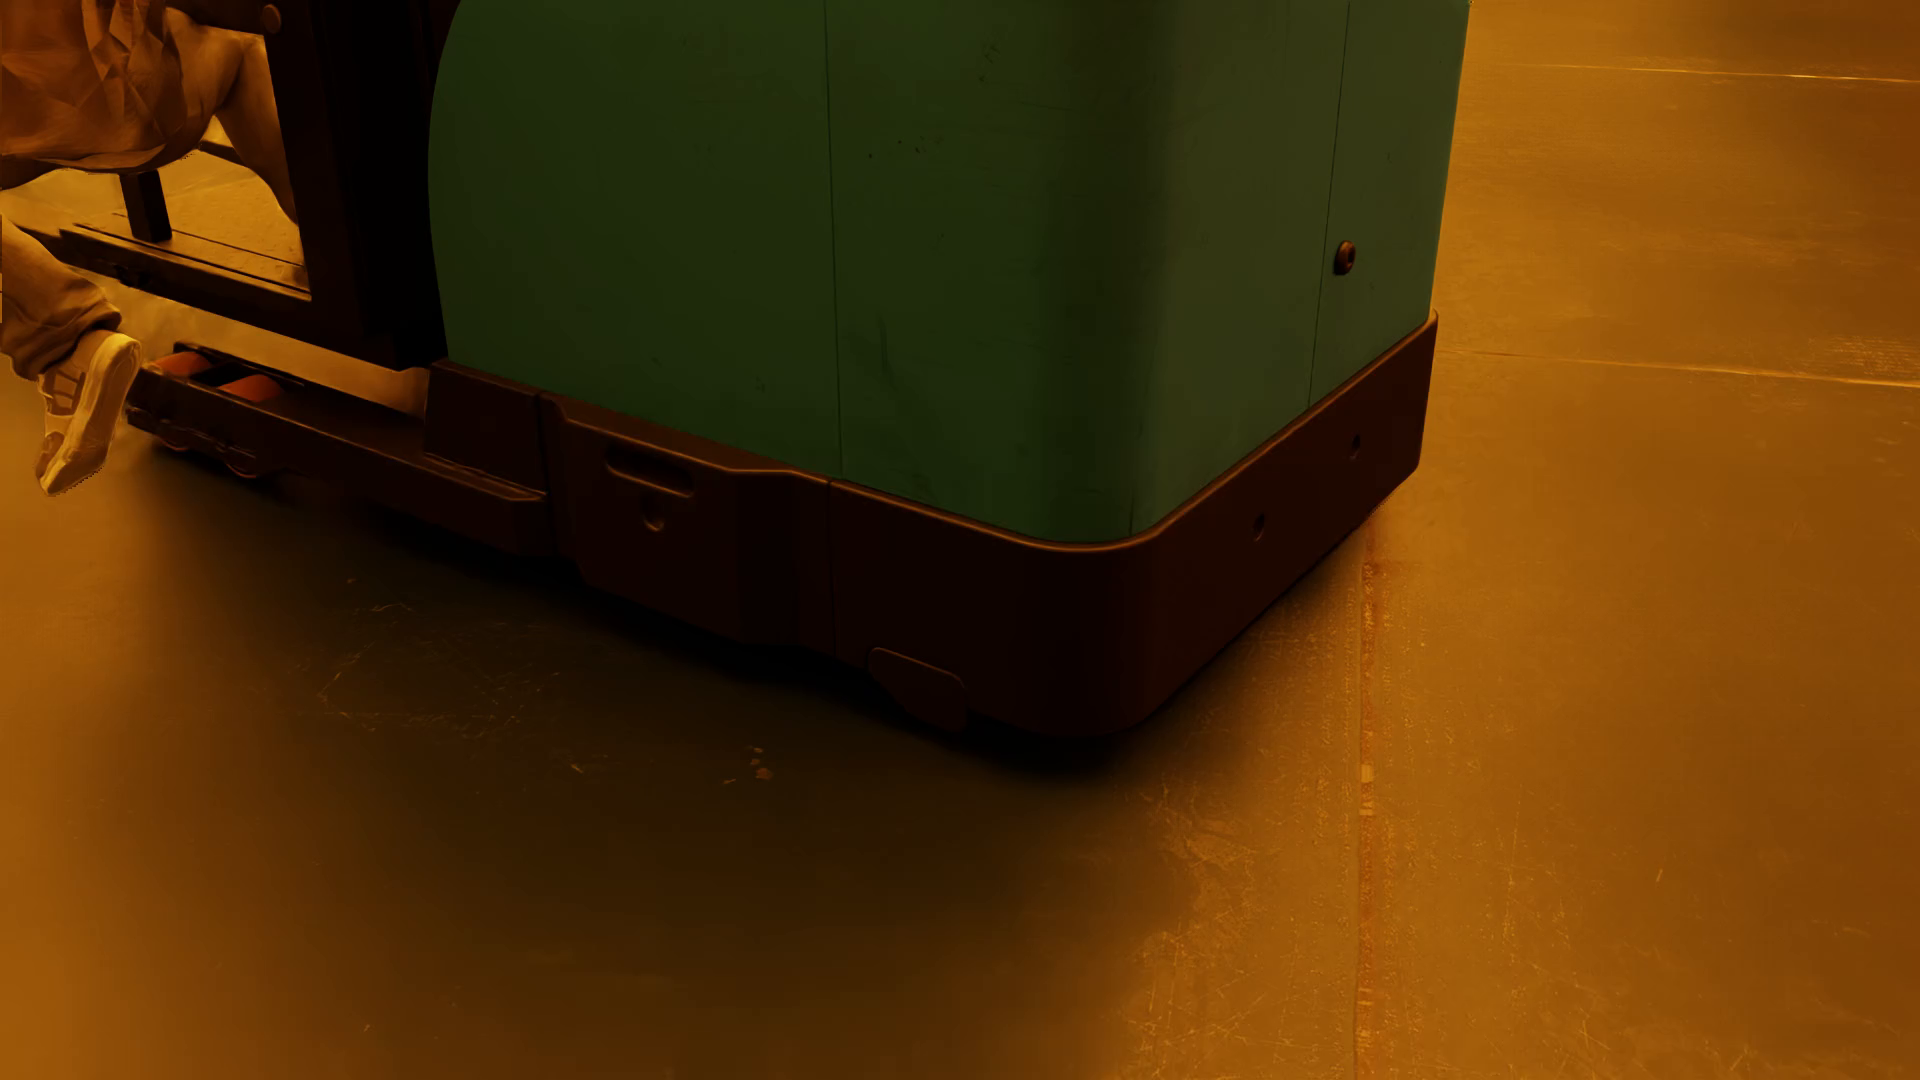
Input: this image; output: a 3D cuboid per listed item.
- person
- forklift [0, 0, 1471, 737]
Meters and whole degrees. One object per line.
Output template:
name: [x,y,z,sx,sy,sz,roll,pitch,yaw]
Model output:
person: [-1.236,-0.735,2.347,0.799,1.316,0.708,-14,30,-25]
forklift: [-0.787,-1.583,2.383,3.031,2.935,1.130,17,32,31]
